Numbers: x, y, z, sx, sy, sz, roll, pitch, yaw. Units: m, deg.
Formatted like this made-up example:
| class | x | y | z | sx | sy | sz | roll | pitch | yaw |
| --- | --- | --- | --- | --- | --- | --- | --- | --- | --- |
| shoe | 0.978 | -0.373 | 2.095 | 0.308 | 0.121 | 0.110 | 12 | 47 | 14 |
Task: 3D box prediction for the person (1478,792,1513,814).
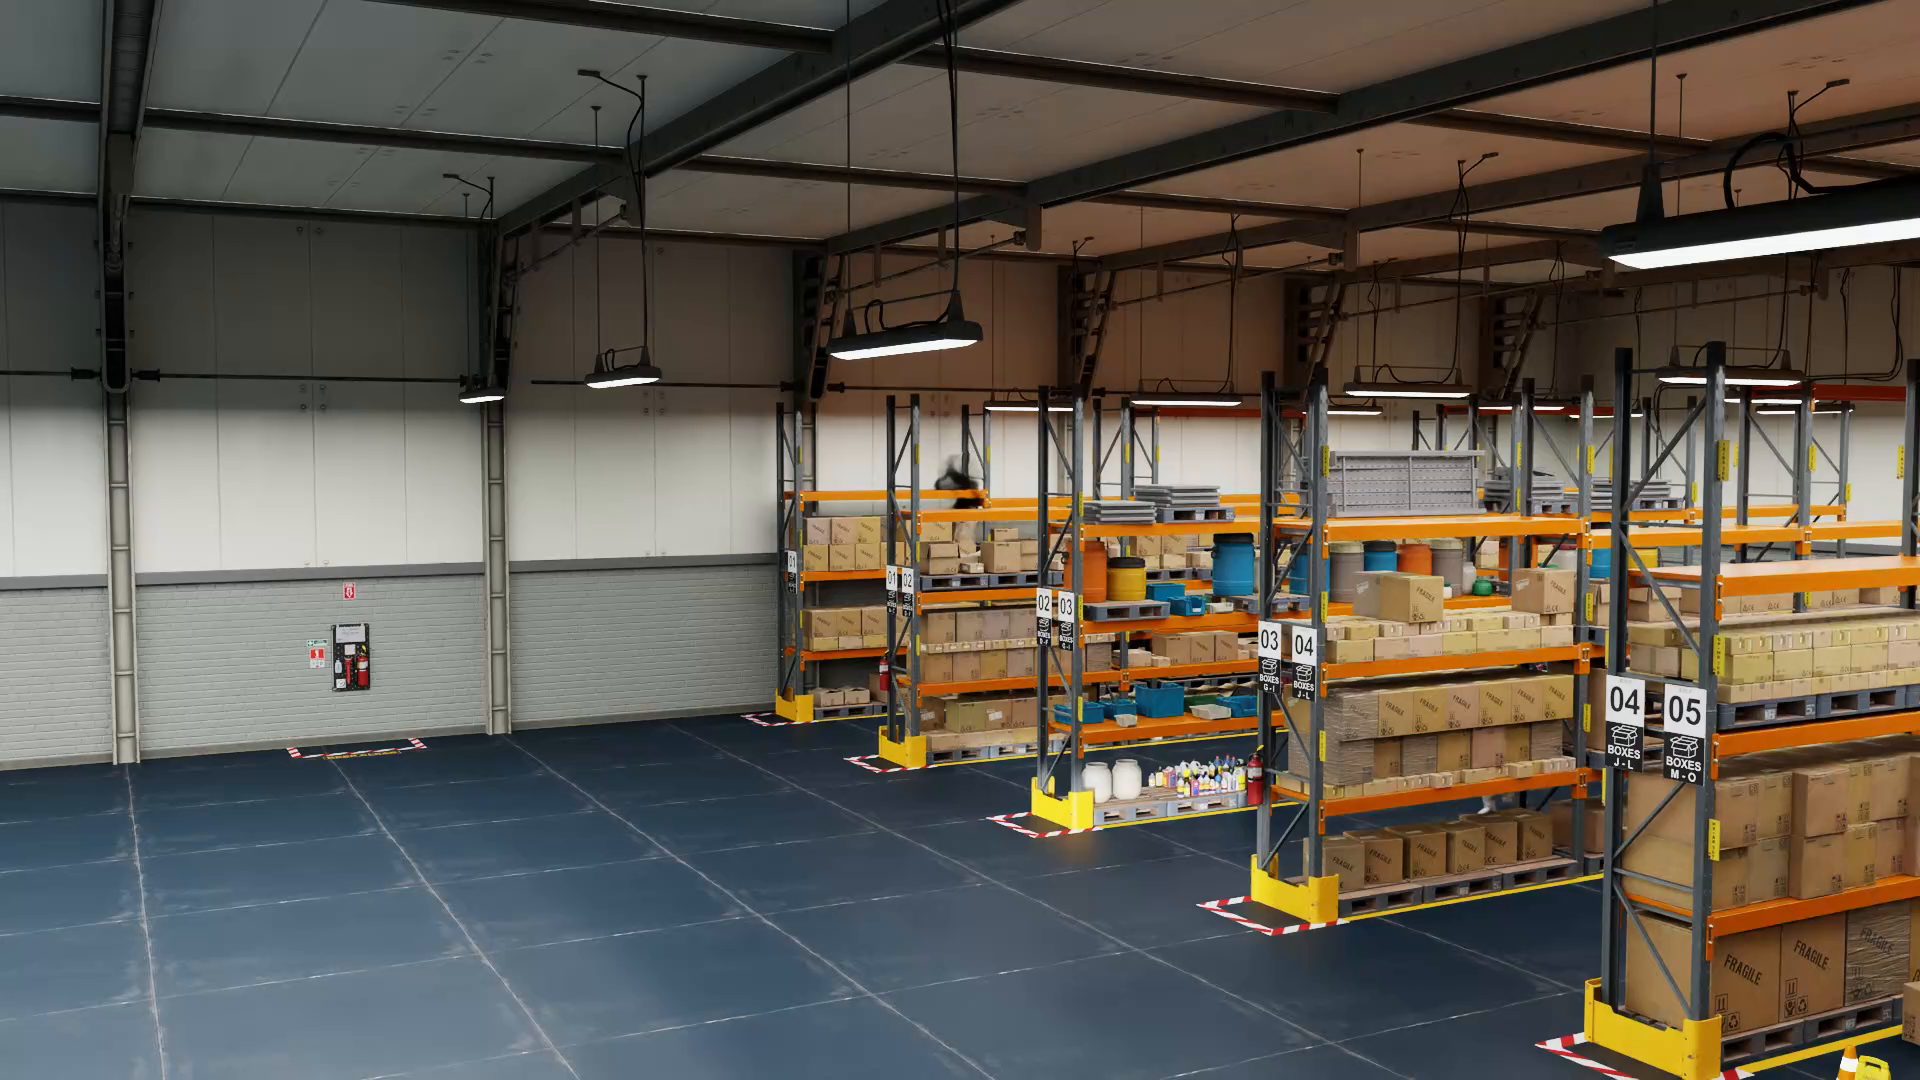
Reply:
| class | x | y | z | sx | sy | sz | roll | pitch | yaw |
| --- | --- | --- | --- | --- | --- | --- | --- | --- | --- |
| person | 7.514 | 2.984 | 23.385 | 0.652 | 1.739 | 0.712 | -2 | 4 | -36 |
